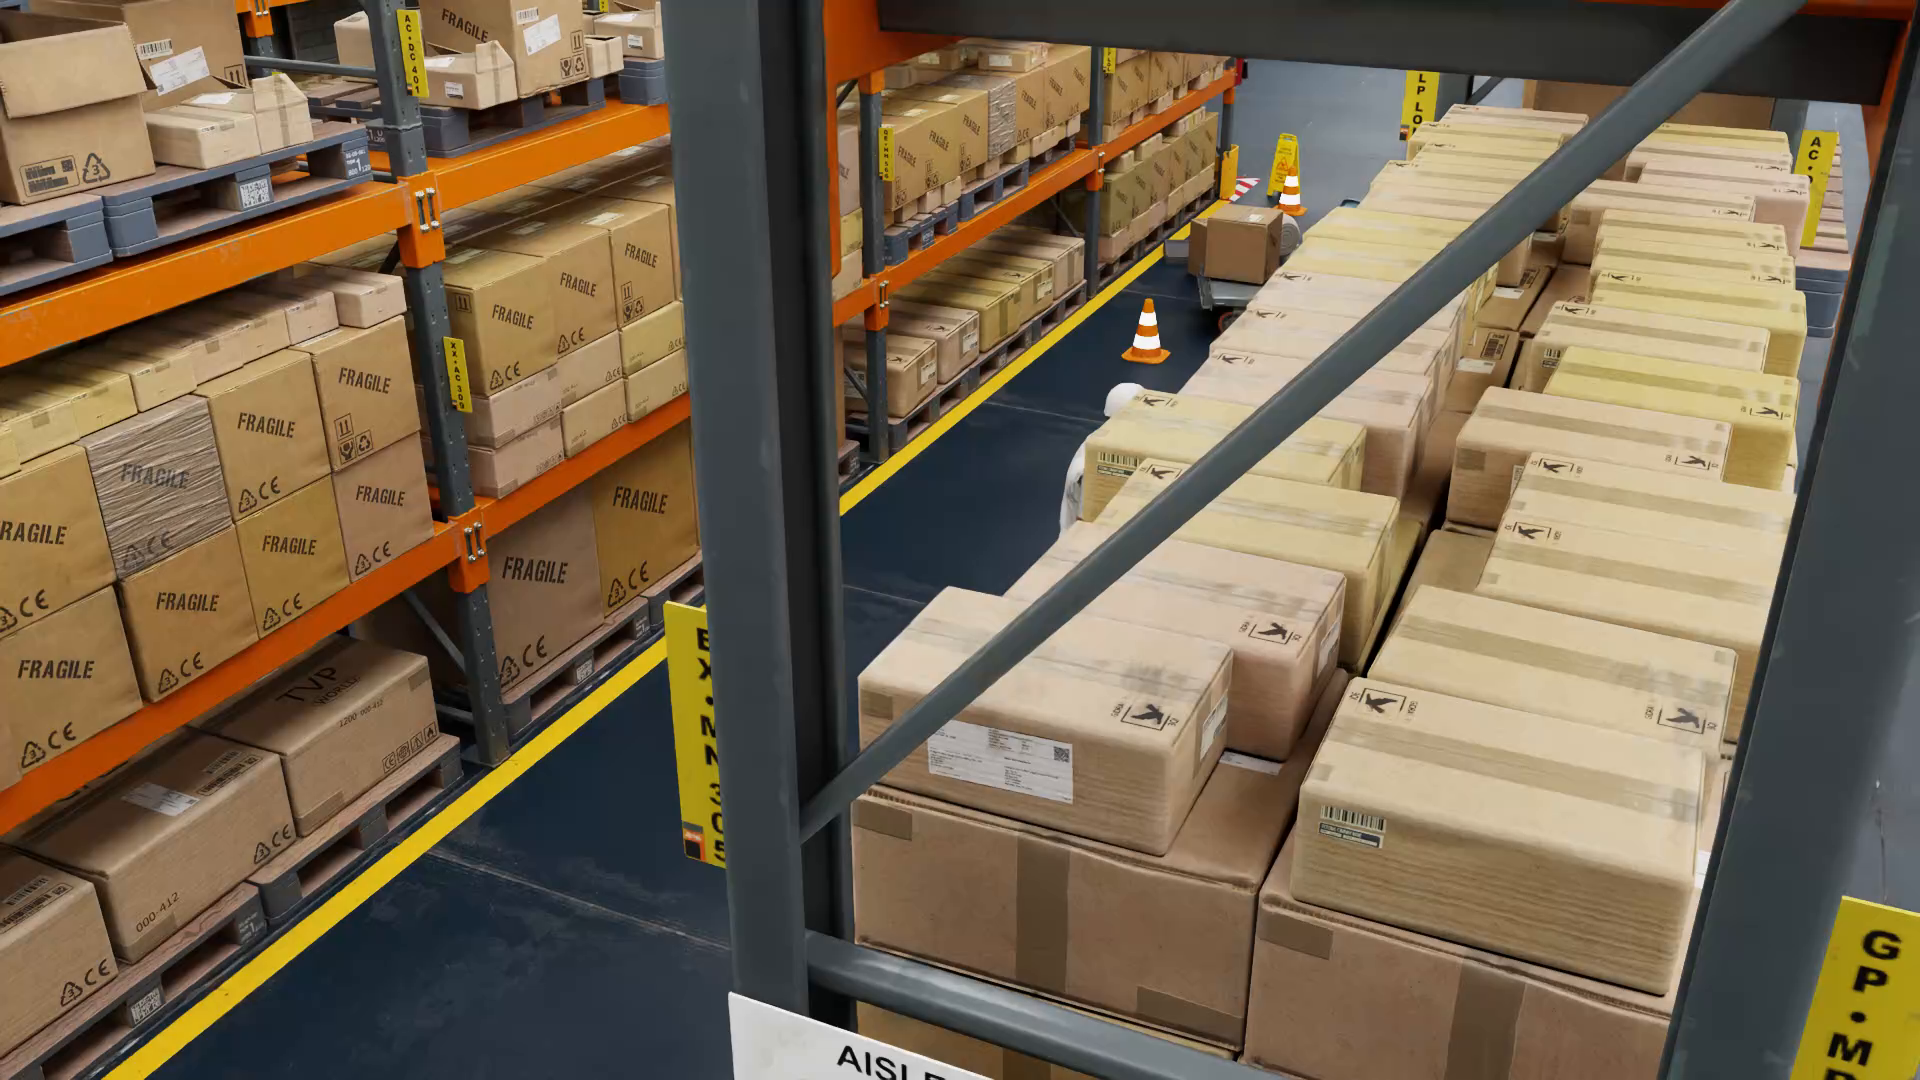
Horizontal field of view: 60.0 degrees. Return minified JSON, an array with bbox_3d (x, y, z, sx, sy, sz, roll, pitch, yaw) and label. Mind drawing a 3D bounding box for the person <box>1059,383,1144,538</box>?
[{"bbox_3d":[0.702,0.096,7.899,0.443,1.776,0.631,10,28,20],"label":"person"}]
